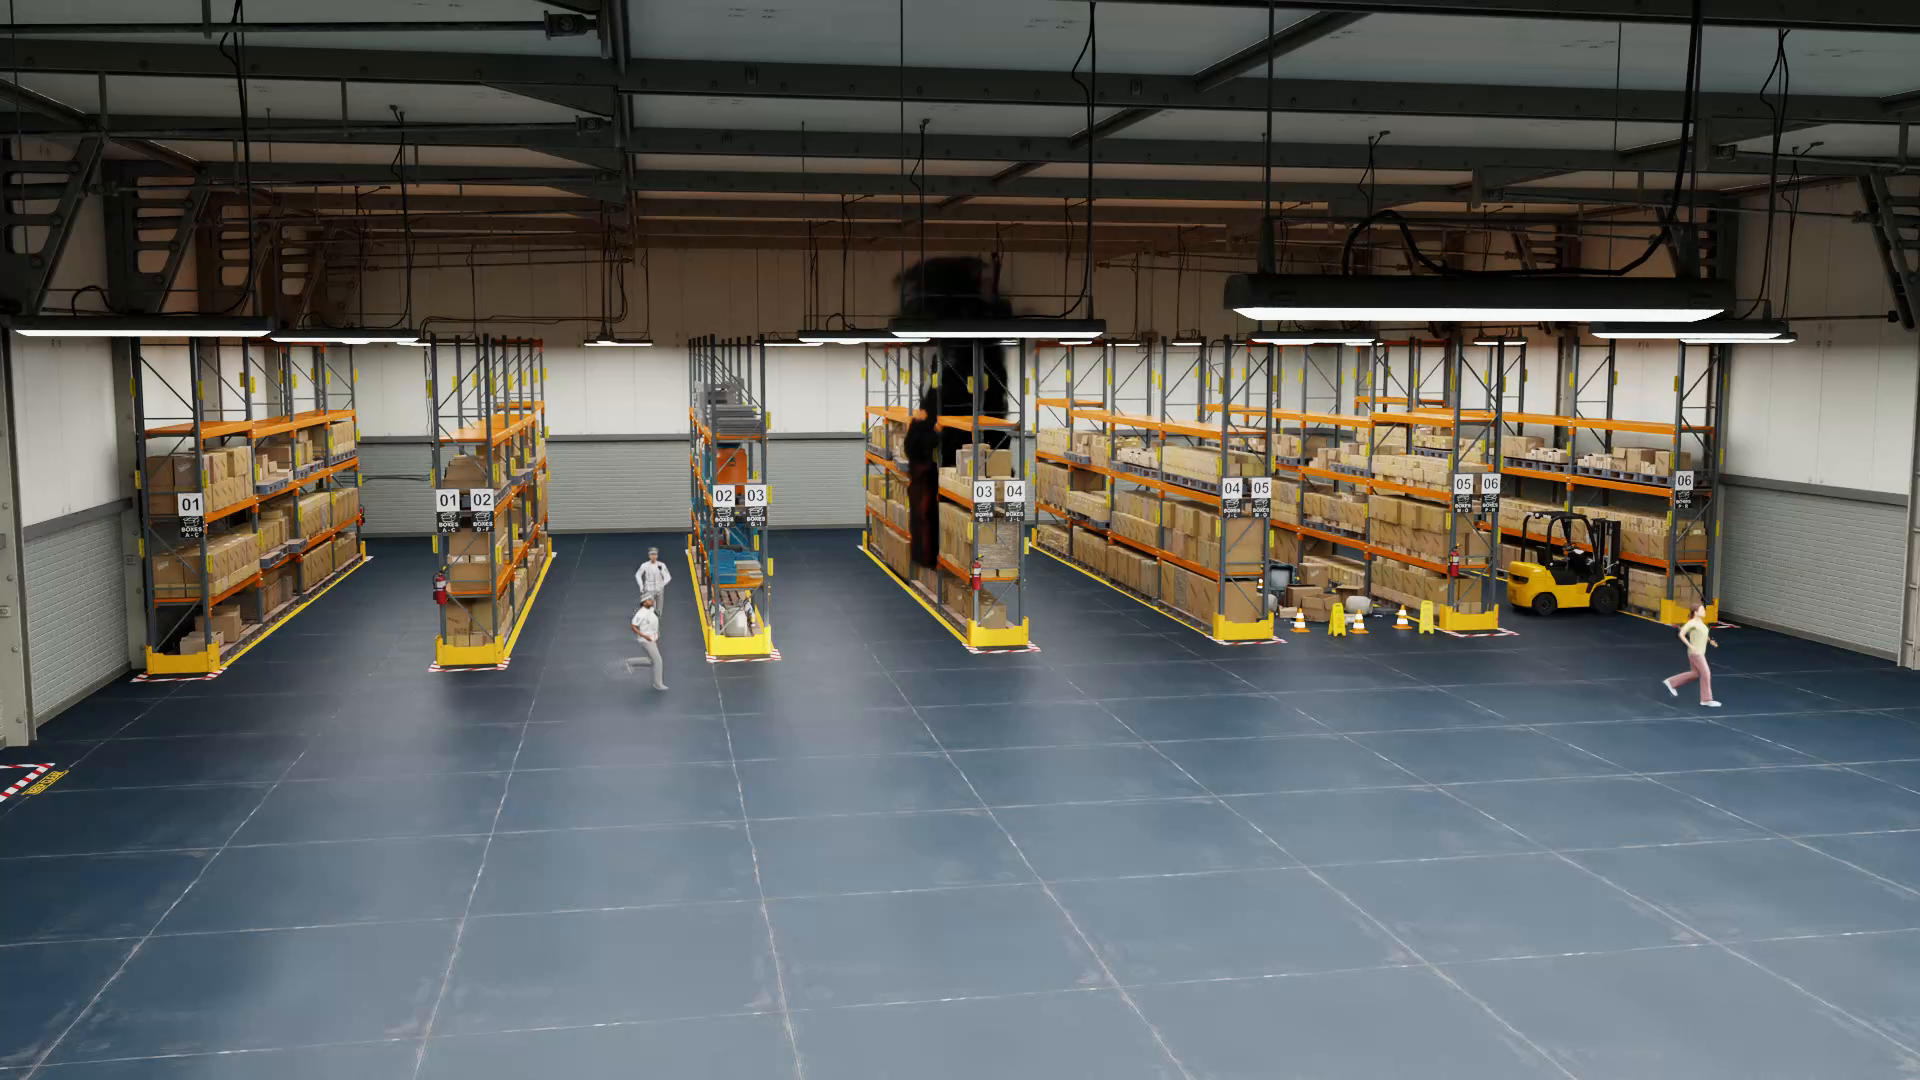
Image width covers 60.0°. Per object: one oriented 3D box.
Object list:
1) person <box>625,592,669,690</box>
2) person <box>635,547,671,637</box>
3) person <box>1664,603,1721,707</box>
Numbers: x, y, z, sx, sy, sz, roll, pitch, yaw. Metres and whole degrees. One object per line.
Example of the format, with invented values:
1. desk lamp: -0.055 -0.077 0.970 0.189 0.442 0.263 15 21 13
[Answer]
1. person: -5.324 1.705 28.143 0.830 1.675 0.573 1 7 13
2. person: -5.816 0.980 31.584 0.642 1.700 0.807 -2 7 -18
3. person: 11.828 1.825 26.799 0.907 1.645 0.605 5 8 39
